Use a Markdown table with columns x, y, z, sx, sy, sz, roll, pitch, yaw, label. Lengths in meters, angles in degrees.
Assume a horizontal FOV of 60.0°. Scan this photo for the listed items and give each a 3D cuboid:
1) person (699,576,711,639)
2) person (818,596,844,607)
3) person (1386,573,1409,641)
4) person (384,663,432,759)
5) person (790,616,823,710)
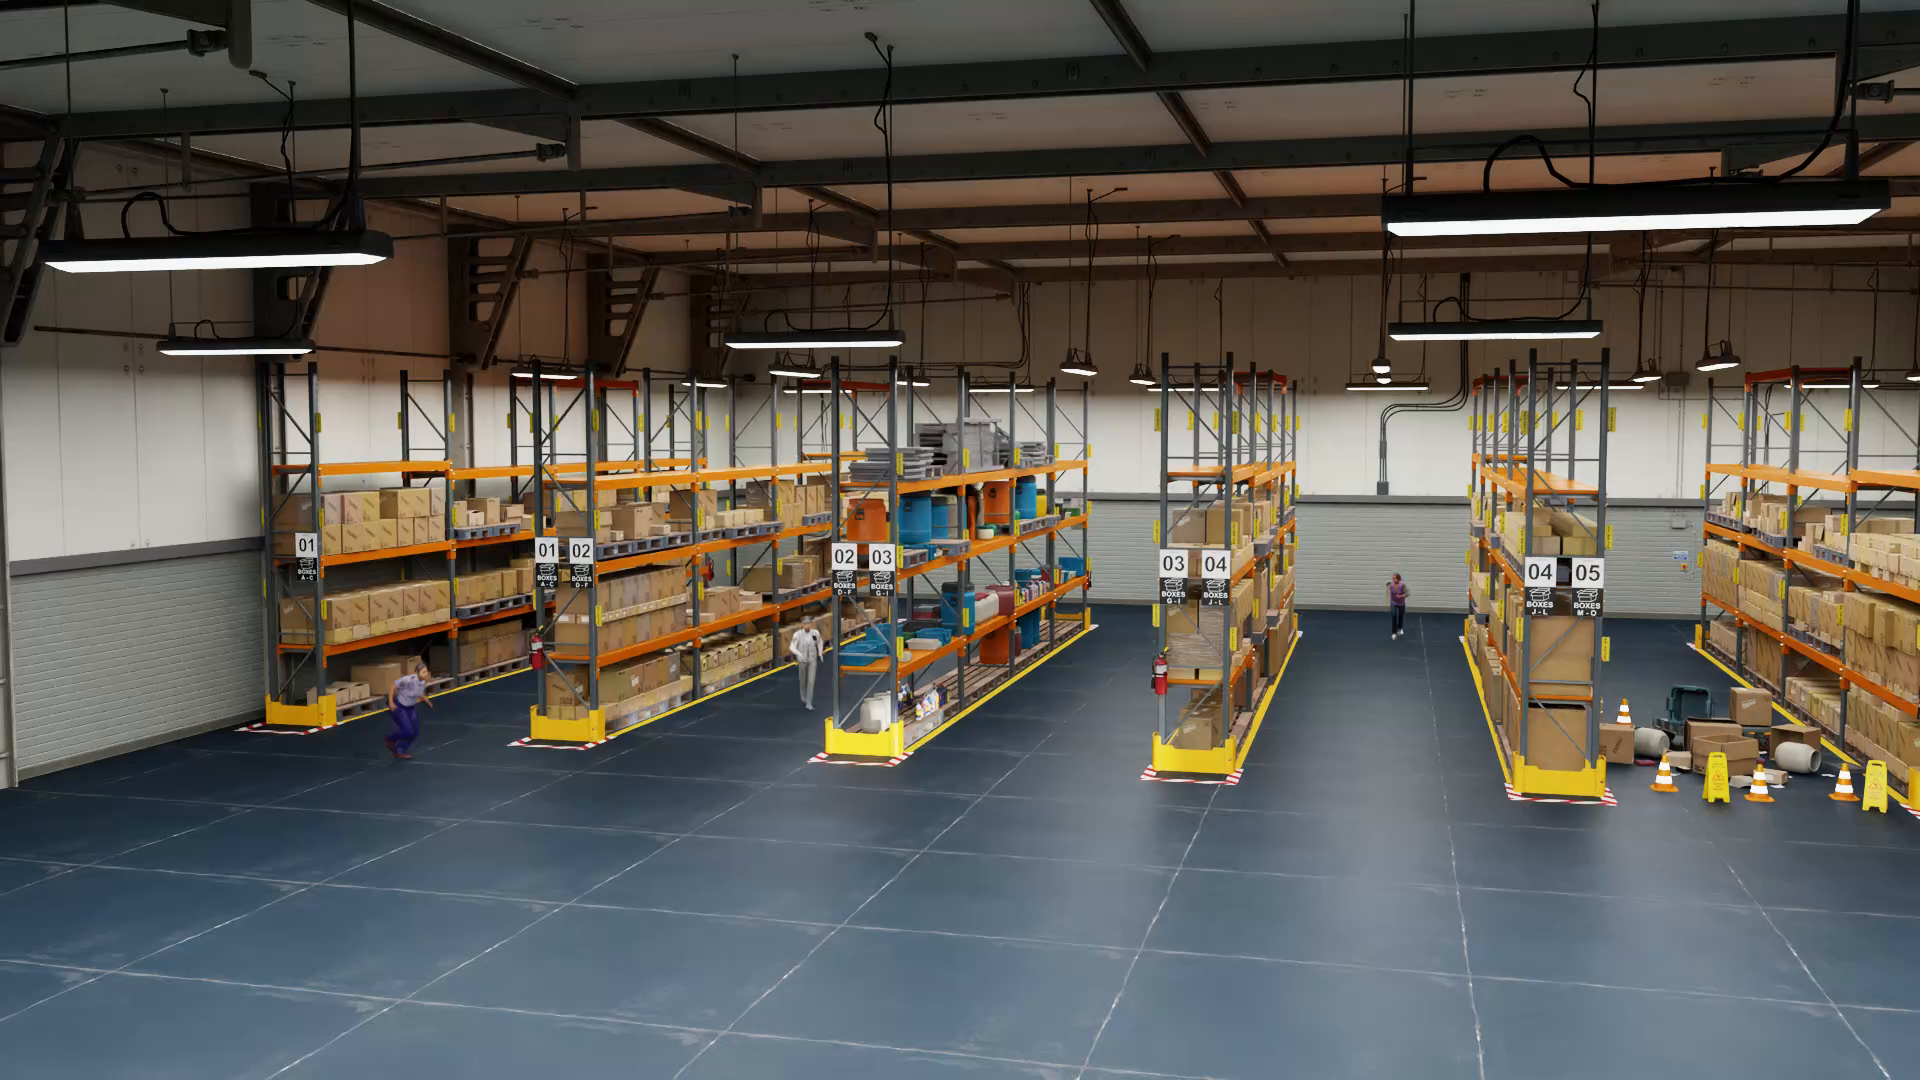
| x | y | z | sx | sy | sz | roll | pitch | yaw | label |
| --- | --- | --- | --- | --- | --- | --- | --- | --- | --- |
| -5.549 | 1.633 | 36.161 | 0.524 | 1.715 | 0.848 | 1 | 4 | 20 | person |
| -3.302 | 1.118 | 43.228 | 0.848 | 1.748 | 0.557 | 1 | 4 | 16 | person |
| 10.165 | 1.527 | 38.599 | 0.561 | 1.573 | 0.878 | 2 | 4 | 23 | person |
| -8.209 | 2.546 | 24.670 | 0.738 | 1.469 | 0.633 | 2 | 4 | 21 | person |
| -2.703 | 2.130 | 29.292 | 0.601 | 1.644 | 0.847 | -1 | 4 | -8 | person |
